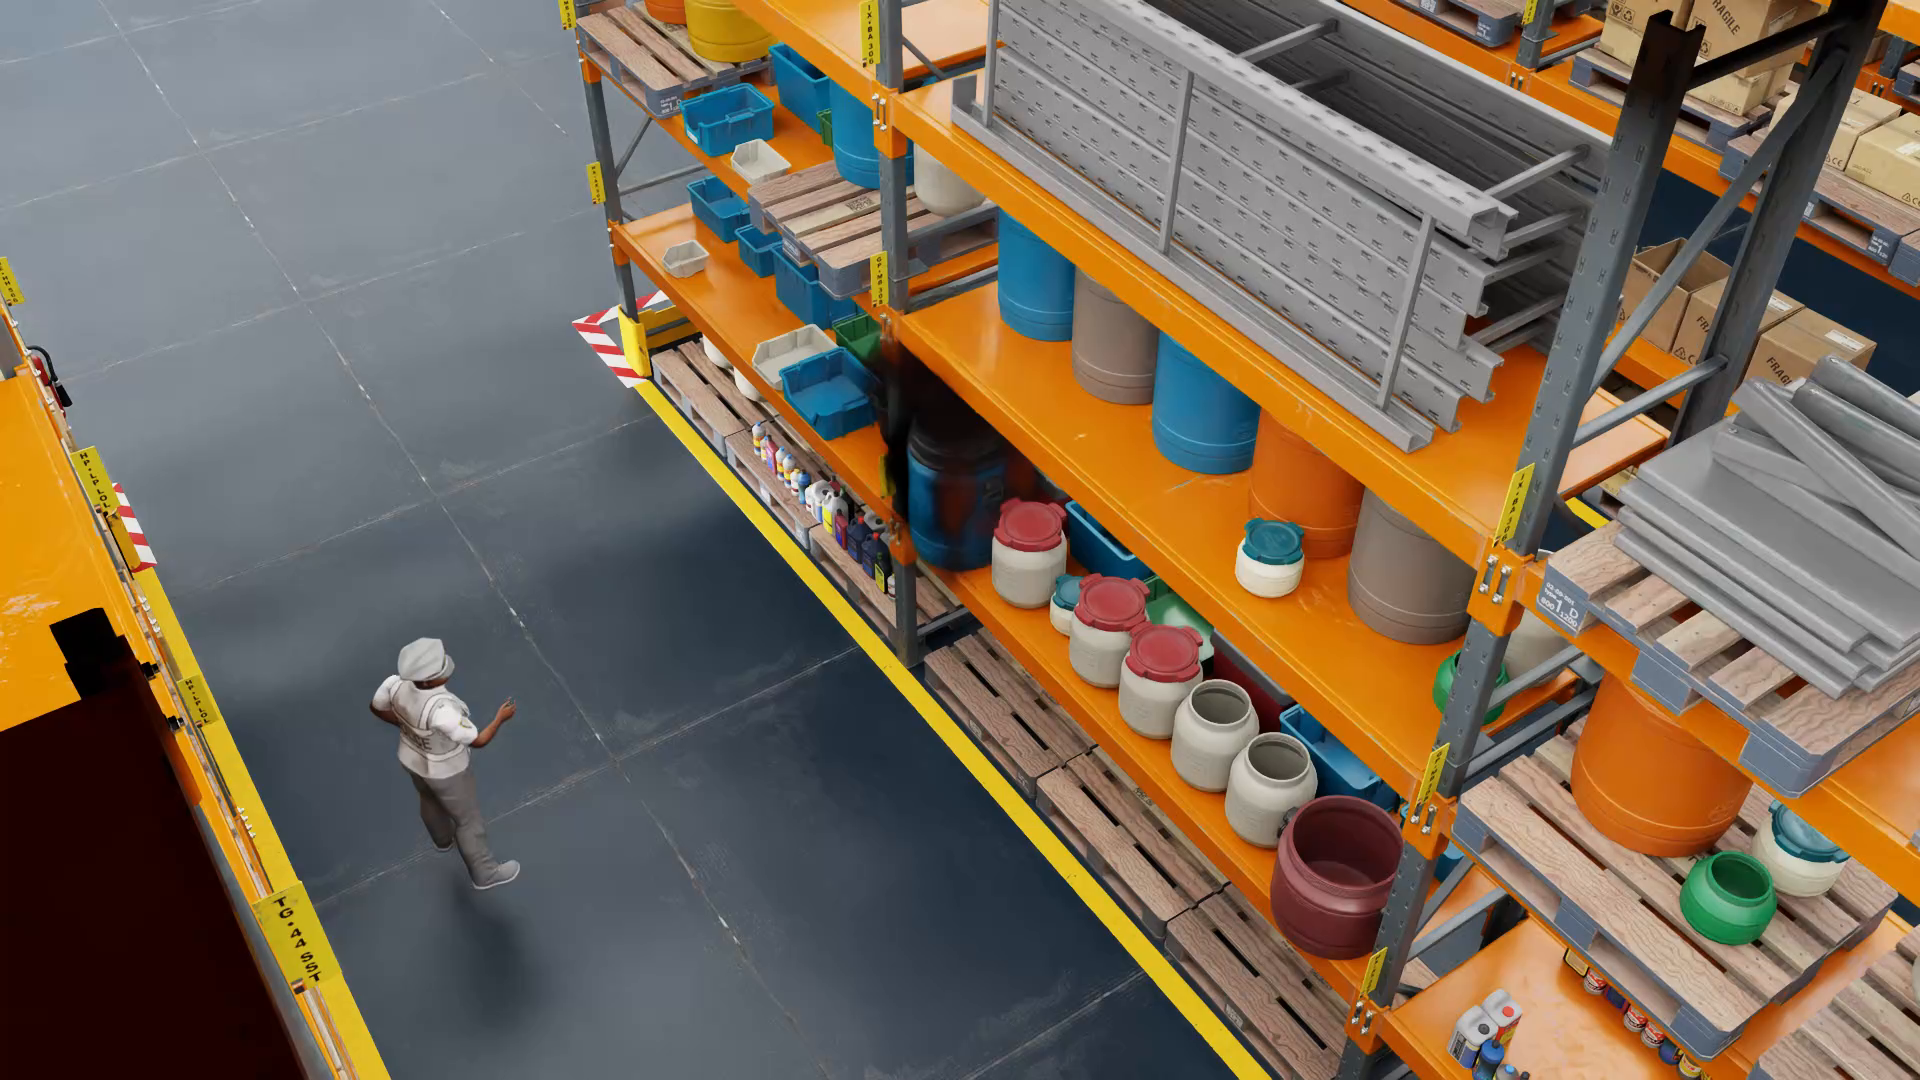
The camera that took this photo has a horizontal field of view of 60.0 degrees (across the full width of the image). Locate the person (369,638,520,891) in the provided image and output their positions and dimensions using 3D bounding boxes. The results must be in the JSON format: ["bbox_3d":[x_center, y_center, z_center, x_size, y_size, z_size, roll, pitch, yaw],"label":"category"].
[{"bbox_3d":[-2.685,1.112,8.918,0.645,1.698,0.600,24,48,24],"label":"person"}]
